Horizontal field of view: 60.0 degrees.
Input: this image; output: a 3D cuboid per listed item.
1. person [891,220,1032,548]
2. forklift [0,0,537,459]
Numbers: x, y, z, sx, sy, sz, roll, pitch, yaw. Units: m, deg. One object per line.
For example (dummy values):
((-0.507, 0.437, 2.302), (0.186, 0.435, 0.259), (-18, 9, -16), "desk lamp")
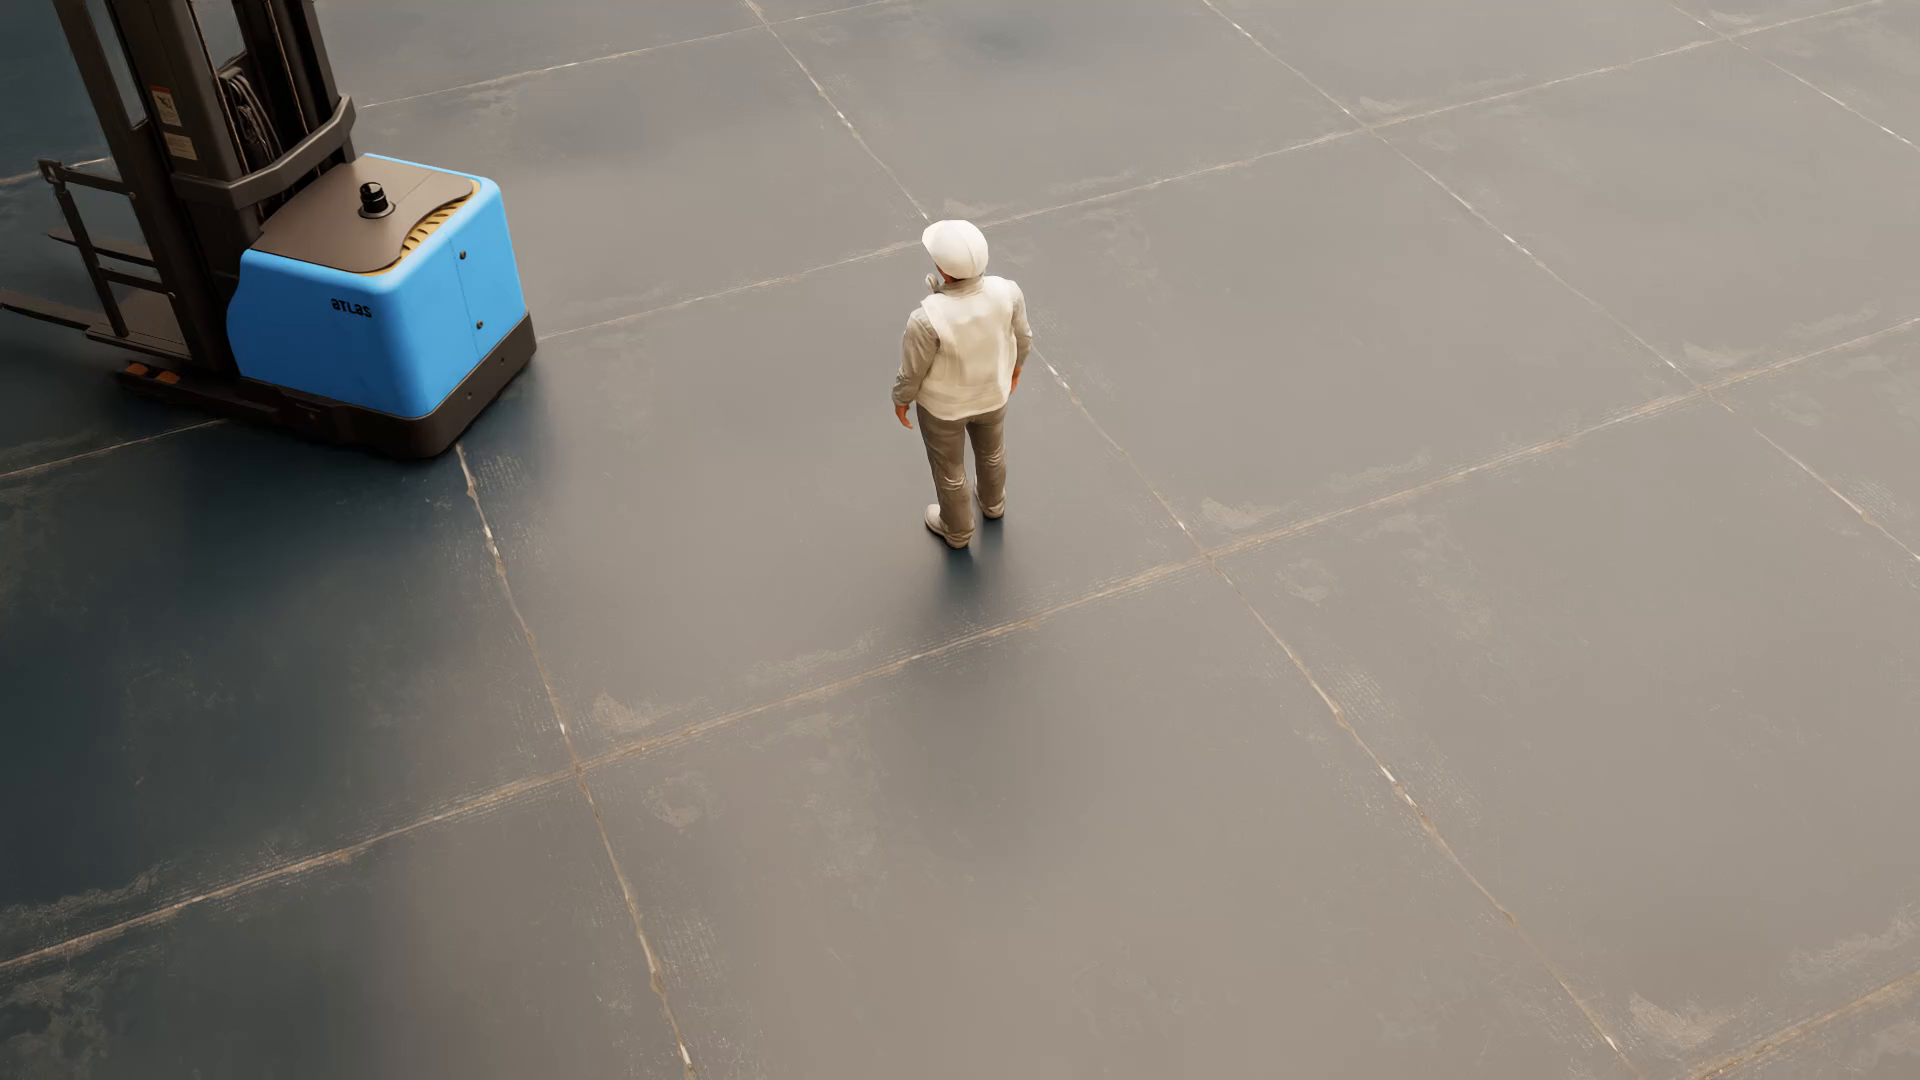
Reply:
((-0.020, -0.695, 7.262), (0.634, 1.775, 0.566), (-18, 46, -18), "person")
((-3.813, -2.095, 7.926), (3.031, 2.935, 1.130), (14, 45, 15), "forklift")
